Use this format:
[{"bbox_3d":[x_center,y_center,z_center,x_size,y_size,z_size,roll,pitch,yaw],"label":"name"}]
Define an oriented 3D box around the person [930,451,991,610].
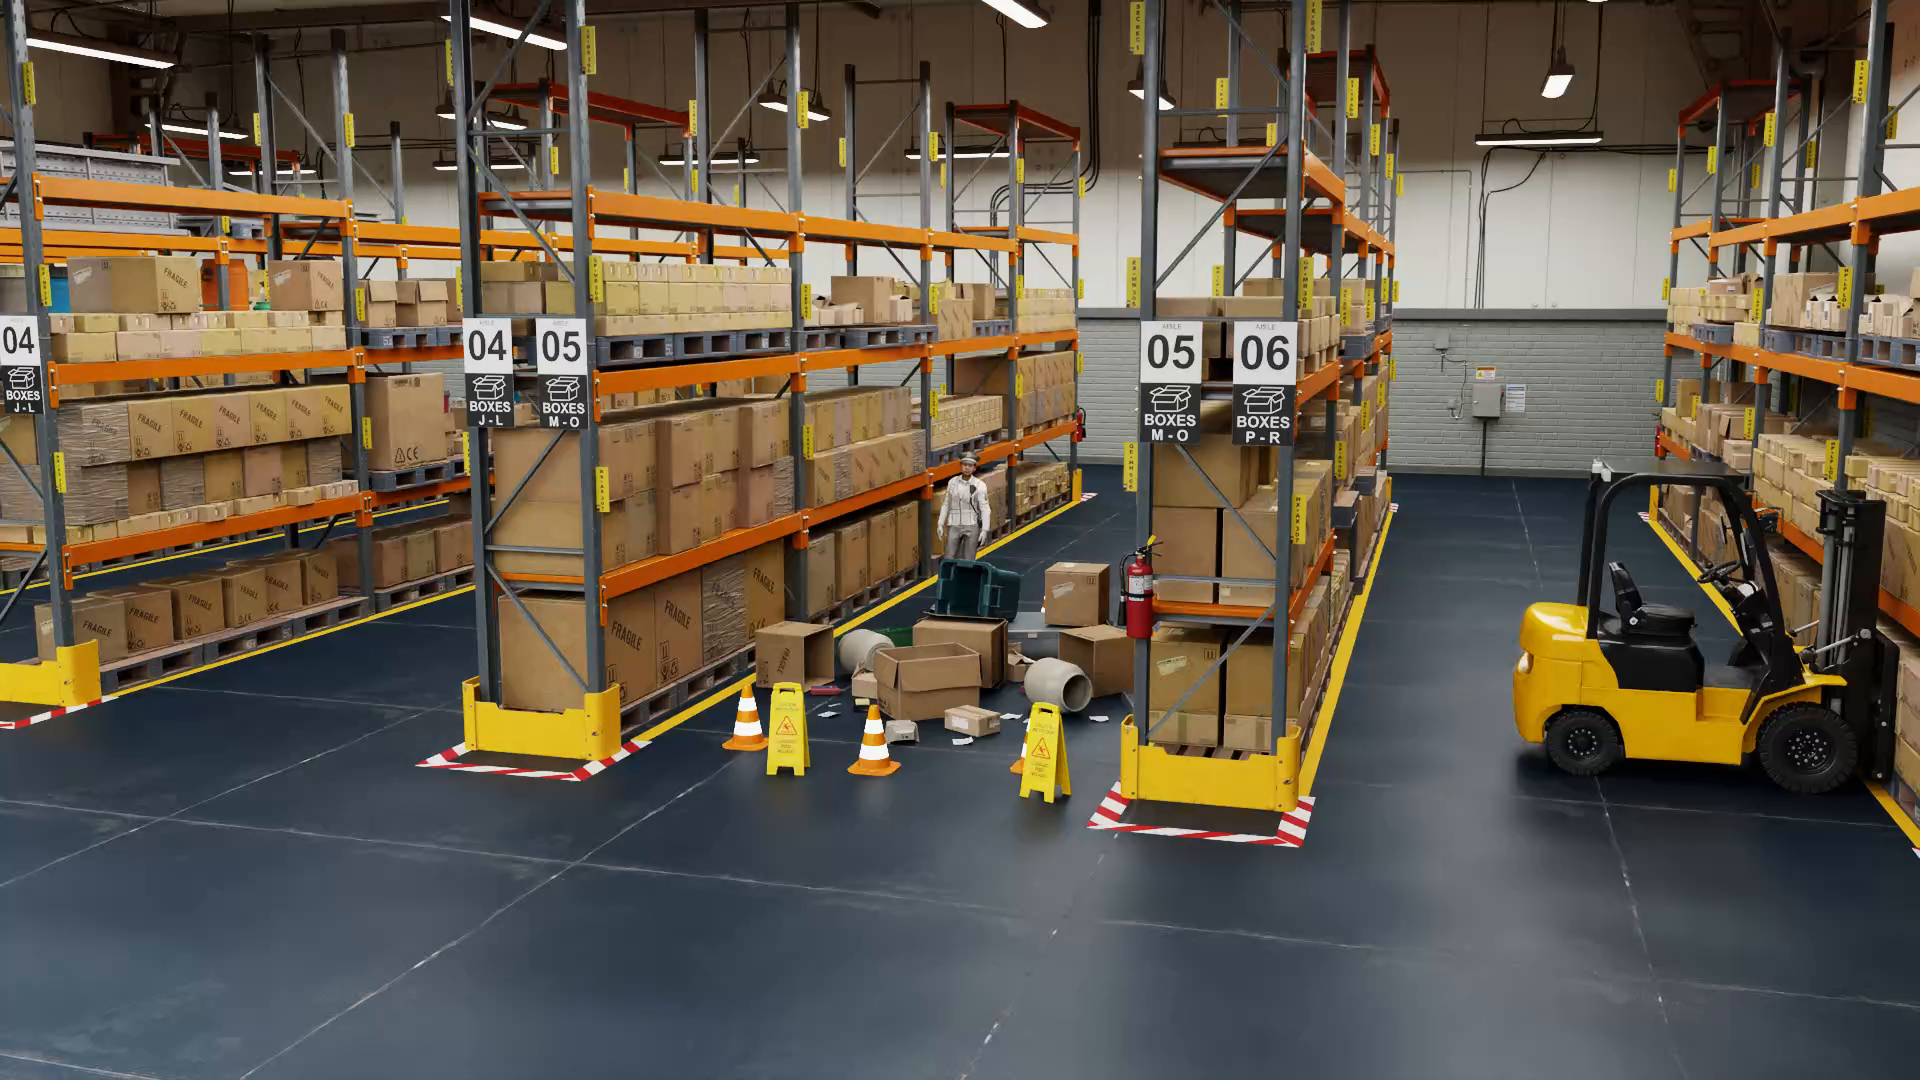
[{"bbox_3d":[0.020,-0.102,17.848,0.586,1.695,0.532,2,9,16],"label":"person"}]
